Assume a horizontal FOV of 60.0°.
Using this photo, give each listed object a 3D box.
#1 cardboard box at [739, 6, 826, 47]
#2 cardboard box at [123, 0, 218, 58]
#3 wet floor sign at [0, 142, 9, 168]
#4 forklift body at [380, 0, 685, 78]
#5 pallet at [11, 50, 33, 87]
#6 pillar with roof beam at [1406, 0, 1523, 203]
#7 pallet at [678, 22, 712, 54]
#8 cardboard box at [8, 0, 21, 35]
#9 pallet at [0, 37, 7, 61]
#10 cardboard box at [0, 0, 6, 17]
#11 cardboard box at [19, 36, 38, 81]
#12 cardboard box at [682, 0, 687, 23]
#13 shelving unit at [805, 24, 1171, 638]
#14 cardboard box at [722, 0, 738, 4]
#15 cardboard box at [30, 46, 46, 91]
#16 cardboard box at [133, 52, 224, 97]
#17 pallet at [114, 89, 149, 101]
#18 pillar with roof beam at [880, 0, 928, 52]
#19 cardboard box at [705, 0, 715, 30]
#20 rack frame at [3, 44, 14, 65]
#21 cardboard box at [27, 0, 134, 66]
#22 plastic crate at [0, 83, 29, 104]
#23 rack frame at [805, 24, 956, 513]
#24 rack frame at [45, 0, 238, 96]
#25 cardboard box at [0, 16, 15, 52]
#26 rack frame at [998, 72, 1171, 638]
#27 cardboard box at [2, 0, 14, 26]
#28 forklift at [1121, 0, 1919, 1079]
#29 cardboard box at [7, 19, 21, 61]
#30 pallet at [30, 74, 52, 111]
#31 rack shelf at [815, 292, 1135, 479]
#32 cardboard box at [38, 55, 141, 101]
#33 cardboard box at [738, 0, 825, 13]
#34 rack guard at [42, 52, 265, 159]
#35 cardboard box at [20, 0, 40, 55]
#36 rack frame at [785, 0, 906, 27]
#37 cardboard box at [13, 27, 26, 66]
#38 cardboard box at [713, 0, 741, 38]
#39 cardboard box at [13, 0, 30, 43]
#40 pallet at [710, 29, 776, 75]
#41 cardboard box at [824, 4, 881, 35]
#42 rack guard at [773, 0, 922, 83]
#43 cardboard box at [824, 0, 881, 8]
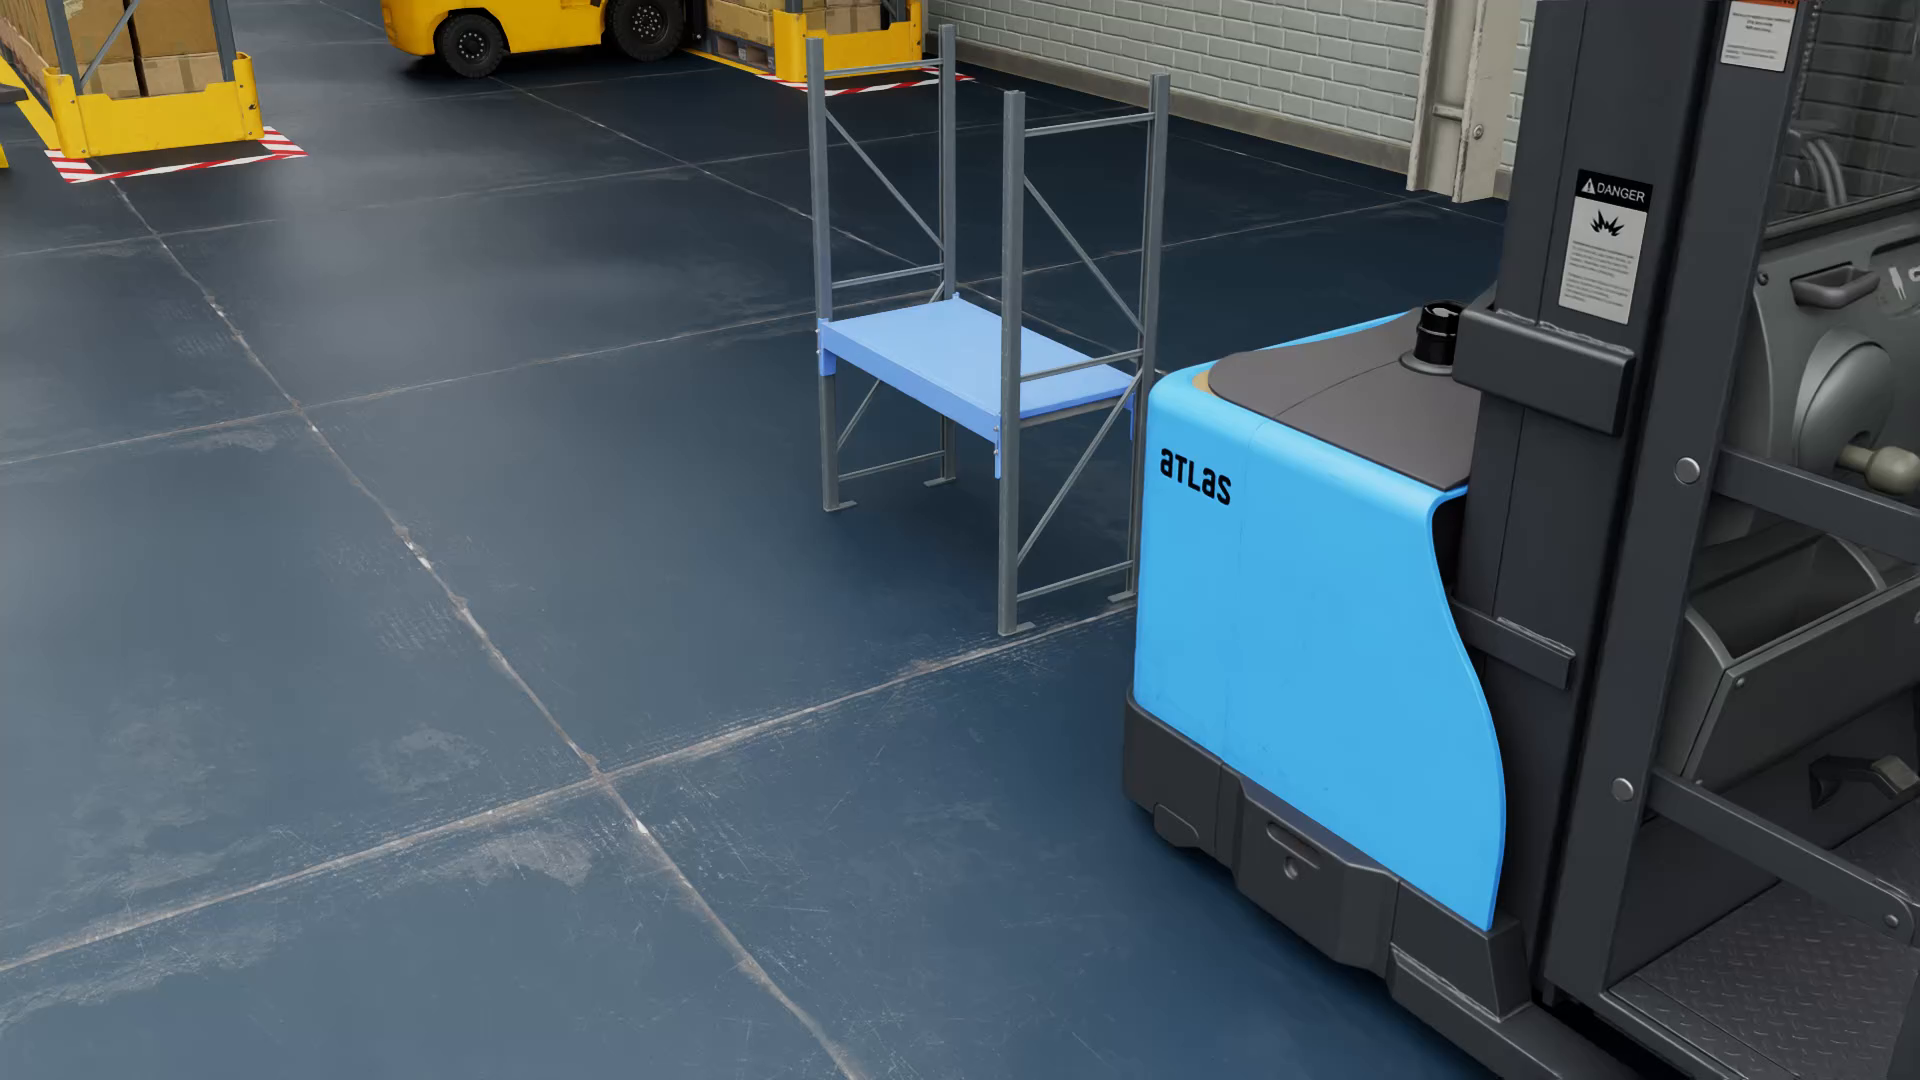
[{"bbox_3d":[-1.392,-4.054,13.053,0.500,0.250,0.500,-15,29,-29],"label":"cardboard box"},{"bbox_3d":[-5.250,-3.502,11.006,0.500,0.500,0.500,-17,30,-31],"label":"cardboard box"},{"bbox_3d":[-5.820,-2.473,9.733,0.267,0.644,0.232,-6,26,-12],"label":"wet floor sign"},{"bbox_3d":[-3.434,-4.883,13.073,2.313,2.155,1.214,-16,29,-30],"label":"forklift body"},{"bbox_3d":[-6.815,-3.793,13.037,1.003,0.211,1.213,-16,29,-30],"label":"pallet"},{"bbox_3d":[-0.827,-5.036,5.377,9.100,9.000,0.400,-16,29,-30],"label":"pillar with roof beam"},{"bbox_3d":[-1.985,-4.452,14.433,1.003,0.211,1.213,-16,29,-30],"label":"pallet"},{"bbox_3d":[-6.531,-3.923,11.897,0.500,0.500,0.500,-14,29,-27],"label":"cardboard box"},{"bbox_3d":[-7.637,-4.303,14.118,1.003,0.211,1.213,-16,29,-30],"label":"pallet"},{"bbox_3d":[-7.115,-4.298,12.690,0.500,0.500,0.500,-14,29,-27],"label":"cardboard box"},{"bbox_3d":[-6.261,-3.401,11.670,0.500,0.250,0.500,-17,30,-31],"label":"cardboard box"},{"bbox_3d":[-2.223,-4.596,14.201,0.500,0.250,0.500,-15,29,-28],"label":"cardboard box"},{"bbox_3d":[0.047,-0.648,4.865,0.538,1.500,1.048,-16,29,-30],"label":"shelving unit"},{"bbox_3d":[-1.663,-4.469,13.346,0.500,0.250,0.500,-16,30,-30],"label":"cardboard box"},{"bbox_3d":[-5.970,-3.215,11.276,0.500,0.250,0.500,-15,29,-29],"label":"cardboard box"},{"bbox_3d":[-5.236,-3.155,11.148,0.500,0.250,0.500,-16,30,-30],"label":"cardboard box"},{"bbox_3d":[-5.483,-2.920,11.189,1.003,0.211,1.213,-16,29,-30],"label":"pallet"},{"bbox_3d":[-4.103,-7.182,9.923,9.100,9.000,0.400,-16,29,-30],"label":"pillar with roof beam"},{"bbox_3d":[-1.921,-4.415,13.818,0.500,0.250,0.500,-15,29,-29],"label":"cardboard box"},{"bbox_3d":[-7.211,-5.286,12.934,1.000,3.000,0.127,-16,29,-30],"label":"rack frame"},{"bbox_3d":[-5.683,-3.367,10.718,0.500,0.500,0.500,-15,29,-29],"label":"cardboard box"},{"bbox_3d":[-7.041,-3.213,11.962,0.583,0.080,0.402,18,31,33],"label":"plastic crate"},{"bbox_3d":[-0.231,-0.830,5.250,0.500,1.500,0.032,-16,29,-30],"label":"rack frame"},{"bbox_3d":[-5.027,-3.855,9.903,1.000,3.000,0.127,-16,29,-30],"label":"rack frame"},{"bbox_3d":[-7.115,-3.958,12.851,0.500,0.250,0.500,-17,30,-32],"label":"cardboard box"},{"bbox_3d":[0.324,-0.466,4.480,0.500,1.500,0.032,-16,29,-30],"label":"rack frame"},{"bbox_3d":[-6.813,-4.109,12.291,0.500,0.500,0.500,-14,29,-28],"label":"cardboard box"},{"bbox_3d":[1.632,-0.299,2.450,1.130,2.935,3.031,-17,30,-31],"label":"forklift"},{"bbox_3d":[-6.814,-3.770,12.452,0.500,0.250,0.500,-14,29,-27],"label":"cardboard box"},{"bbox_3d":[-6.145,-3.356,12.112,1.003,0.211,1.213,-16,29,-30],"label":"pallet"},{"bbox_3d":[0.047,-0.485,4.942,0.538,0.185,1.000,-16,29,-30],"label":"rack shelf"},{"bbox_3d":[-5.707,-3.037,10.898,0.500,0.250,0.500,-16,29,-30],"label":"cardboard box"},{"bbox_3d":[-1.398,-4.287,12.961,0.500,0.250,0.500,-16,30,-30],"label":"cardboard box"},{"bbox_3d":[-5.069,-2.752,10.494,1.175,0.500,0.348,-16,29,-30],"label":"rack guard"},{"bbox_3d":[-5.971,-3.552,11.112,0.500,0.500,0.500,-14,29,-28],"label":"cardboard box"},{"bbox_3d":[-0.871,-5.013,12.356,1.000,3.000,0.127,-16,29,-30],"label":"rack frame"},{"bbox_3d":[-6.523,-3.581,12.051,0.500,0.250,0.500,-16,30,-30],"label":"cardboard box"},{"bbox_3d":[-1.655,-4.234,13.435,0.500,0.250,0.500,-16,29,-30],"label":"cardboard box"},{"bbox_3d":[-6.241,-3.735,11.498,0.500,0.500,0.500,-16,30,-31],"label":"cardboard box"},{"bbox_3d":[-1.323,-4.016,13.510,1.003,0.211,1.213,-16,29,-30],"label":"pallet"},{"bbox_3d":[-0.975,-4.181,13.322,0.500,0.250,0.500,-15,29,-29],"label":"cardboard box"},{"bbox_3d":[-0.858,-3.874,12.871,1.175,0.500,0.348,-16,29,-30],"label":"rack guard"},{"bbox_3d":[-0.953,-4.402,13.205,0.500,0.250,0.500,-15,29,-29],"label":"cardboard box"}]
